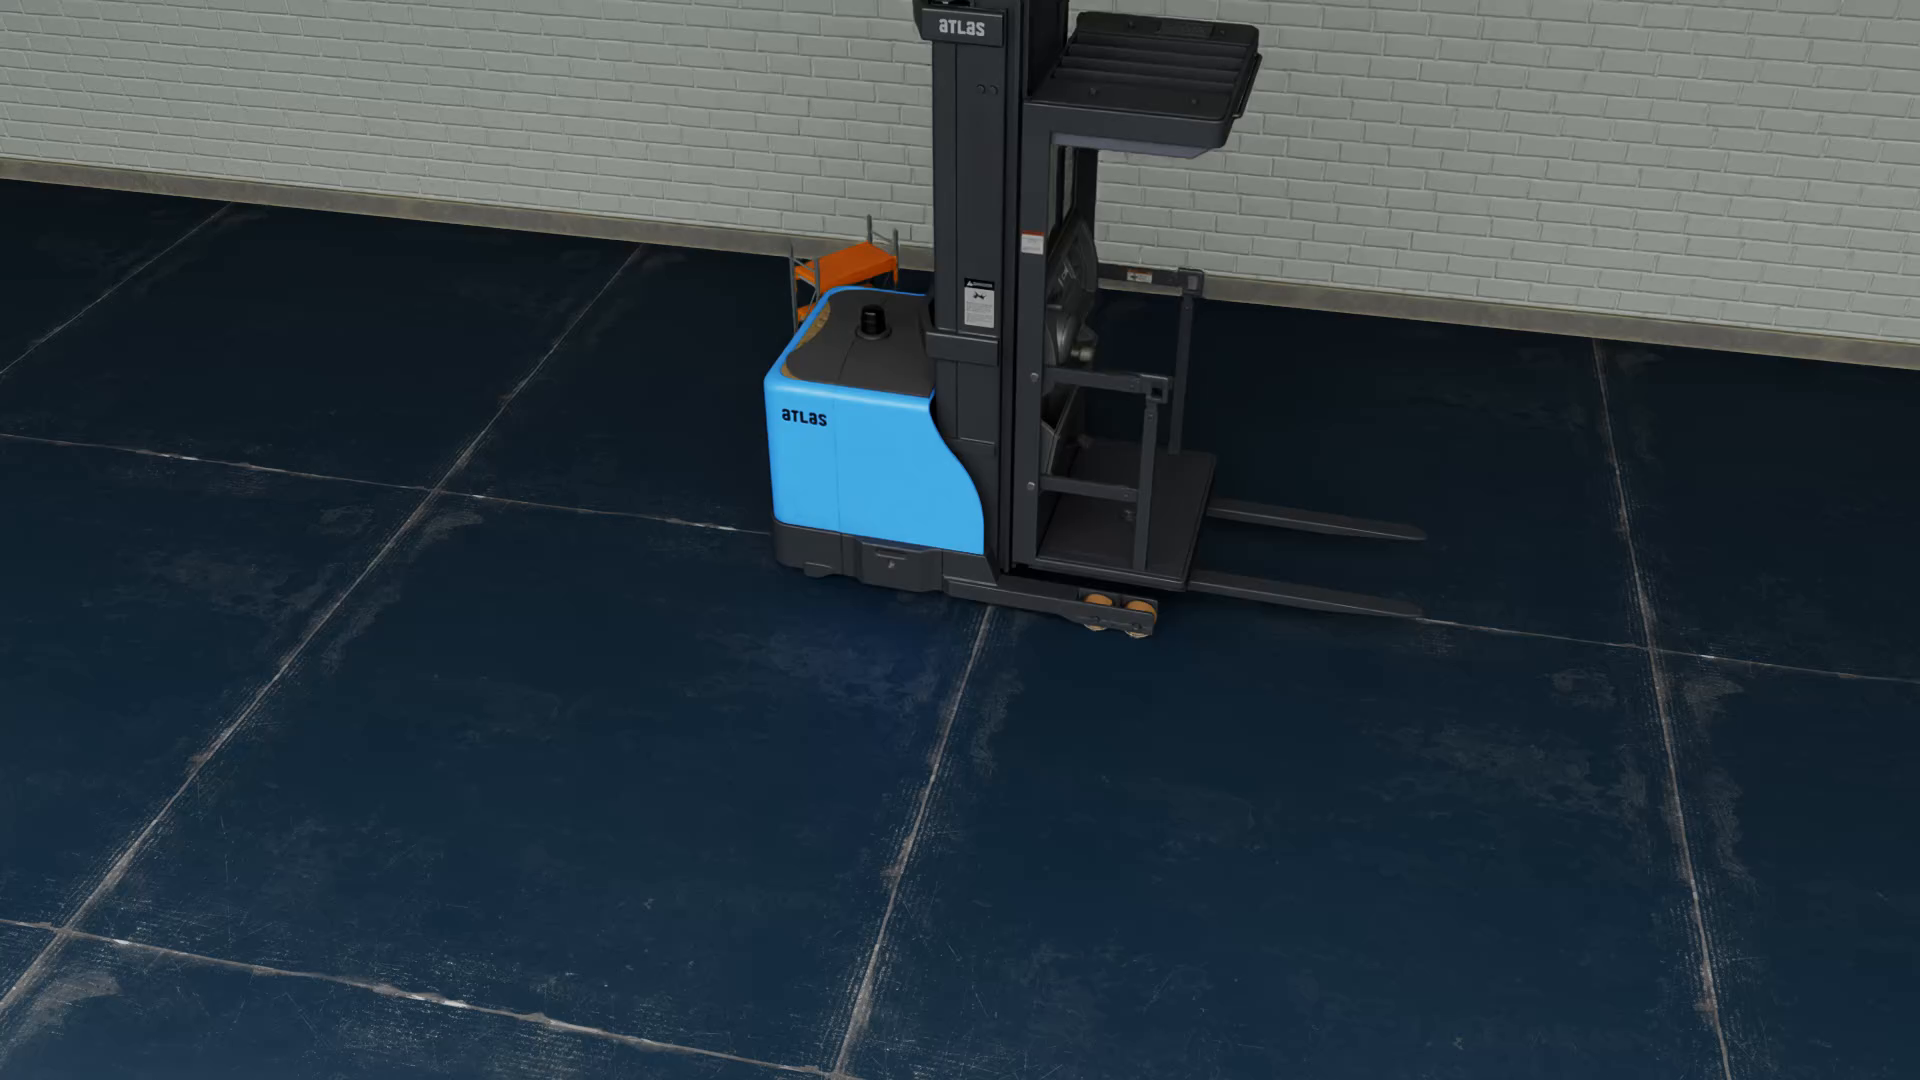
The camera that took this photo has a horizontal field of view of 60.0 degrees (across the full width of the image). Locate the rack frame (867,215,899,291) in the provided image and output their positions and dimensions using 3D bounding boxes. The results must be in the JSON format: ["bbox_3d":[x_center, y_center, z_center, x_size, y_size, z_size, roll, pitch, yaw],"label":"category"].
[{"bbox_3d":[-0.395,-1.122,8.775,0.015,1.200,0.240,-26,43,-31],"label":"rack frame"}]

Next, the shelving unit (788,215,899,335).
[{"bbox_3d":[-0.582,-1.030,8.649,0.503,1.200,0.258,-26,43,-31],"label":"shelving unit"}]

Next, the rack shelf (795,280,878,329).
[{"bbox_3d":[-0.582,-1.157,8.557,0.480,0.148,0.258,-26,43,-31],"label":"rack shelf"}]

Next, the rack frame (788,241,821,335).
[{"bbox_3d":[-0.770,-0.939,8.522,0.015,1.200,0.240,-26,43,-31],"label":"rack frame"}]

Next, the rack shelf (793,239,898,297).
[{"bbox_3d":[-0.582,-1.348,8.418,0.480,0.148,0.258,-26,43,-31],"label":"rack shelf"}]

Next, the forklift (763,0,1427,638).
[{"bbox_3d":[0.677,-1.087,7.252,3.031,2.935,1.130,9,37,12],"label":"forklift"}]
